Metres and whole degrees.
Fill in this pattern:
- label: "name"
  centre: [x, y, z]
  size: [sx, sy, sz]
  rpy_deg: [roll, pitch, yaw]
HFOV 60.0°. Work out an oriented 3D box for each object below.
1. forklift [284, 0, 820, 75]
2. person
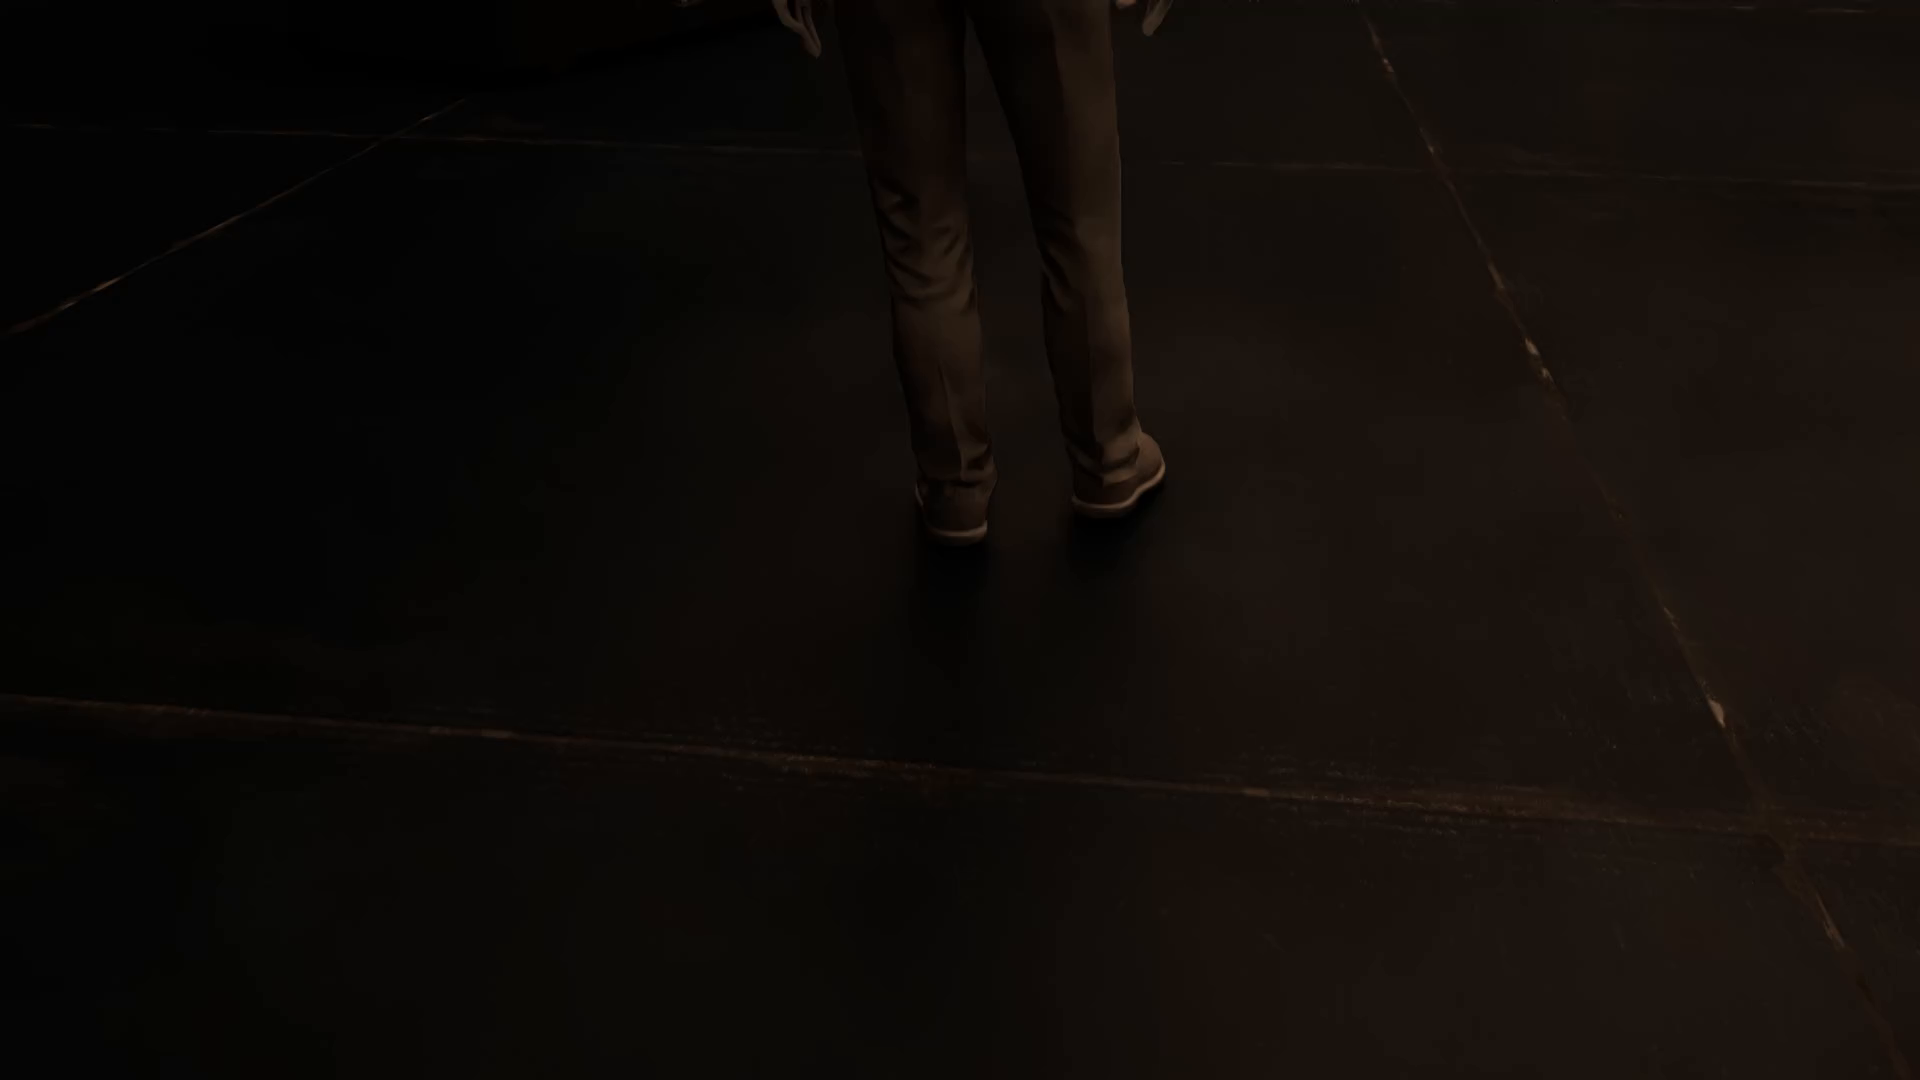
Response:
- label: "forklift"
  centre: [-1.209, -3.463, 6.158]
  size: [1.130, 2.935, 3.031]
  rpy_deg: [13, 29, 24]
- label: "person"
  centre: [0.016, -0.794, 2.178]
  size: [0.586, 1.695, 0.533]
  rpy_deg: [3, 27, 7]
